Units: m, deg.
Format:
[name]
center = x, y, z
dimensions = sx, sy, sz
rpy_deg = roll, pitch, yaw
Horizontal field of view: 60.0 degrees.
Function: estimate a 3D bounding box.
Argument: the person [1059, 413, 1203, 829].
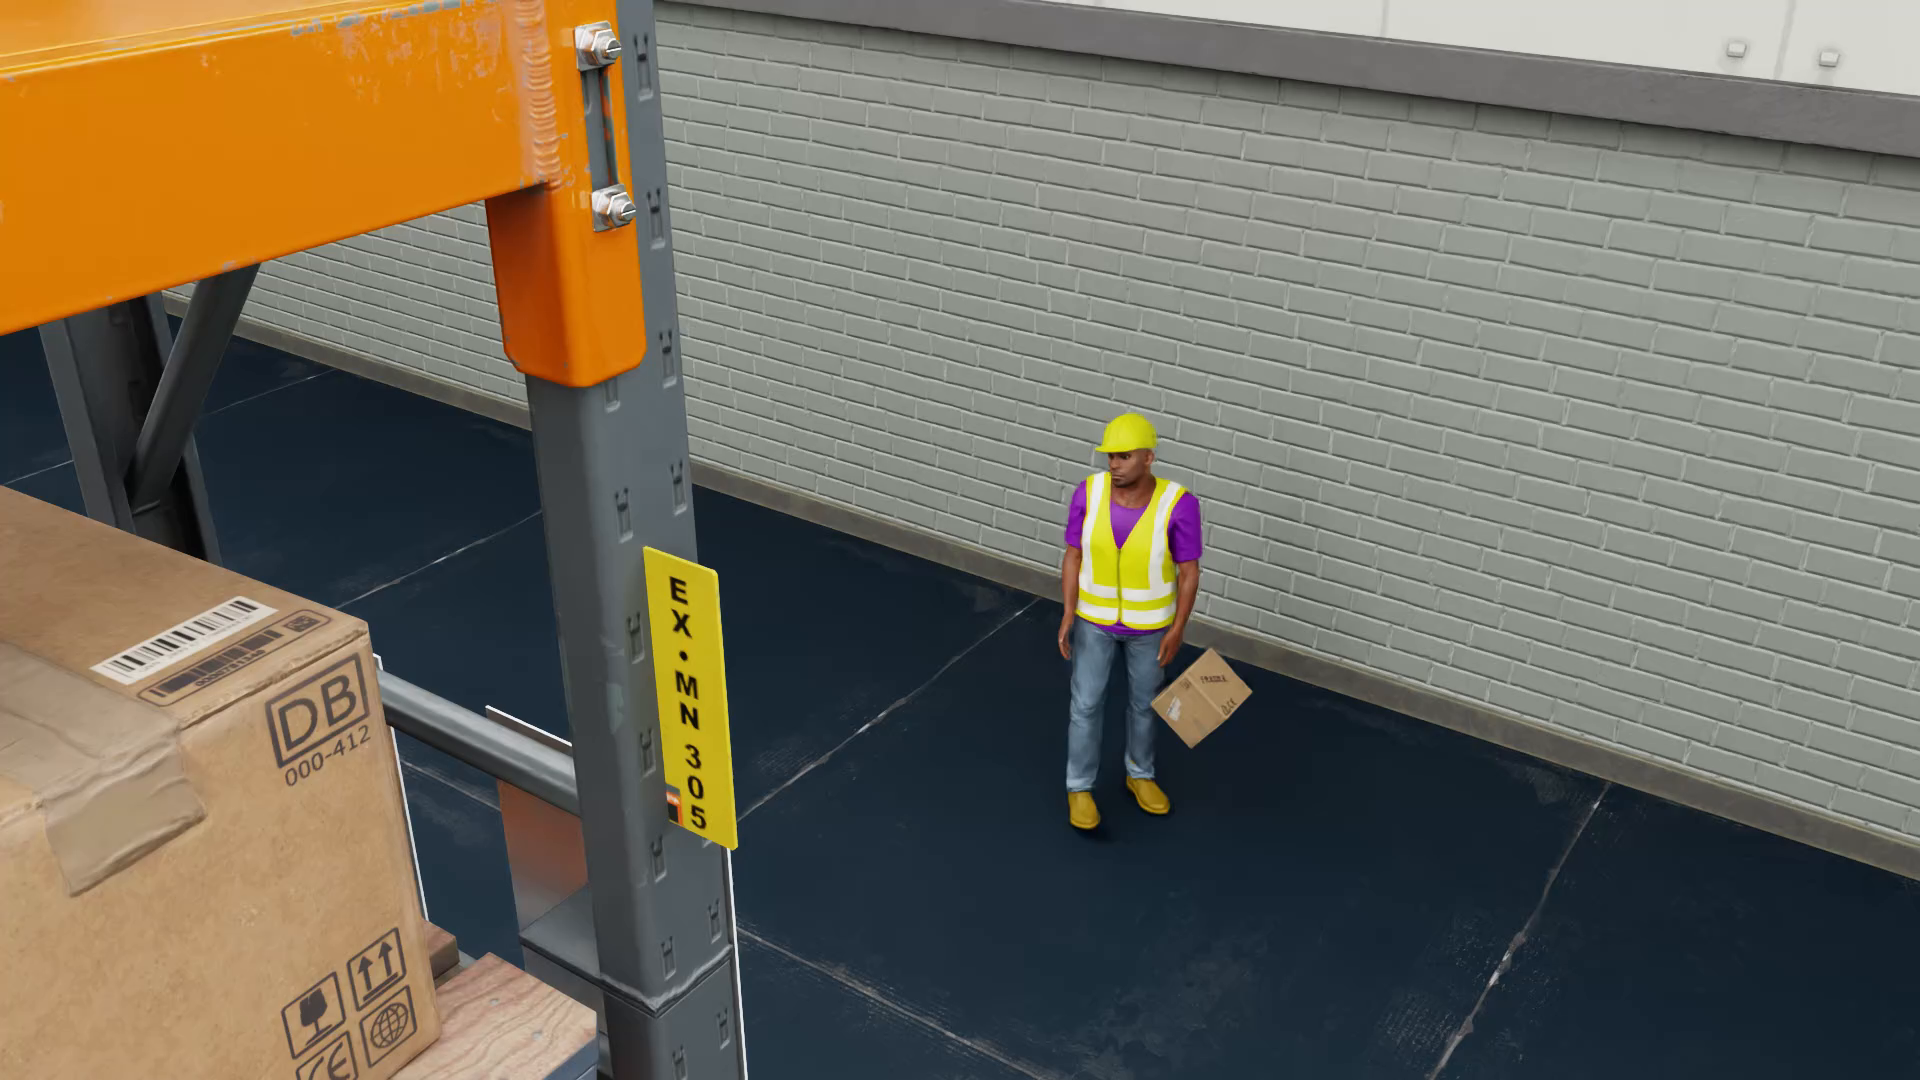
[person]
center = 0.685, 0.359, 6.833
dimensions = 0.568, 1.767, 0.556
rpy_deg = 6, 27, 11
